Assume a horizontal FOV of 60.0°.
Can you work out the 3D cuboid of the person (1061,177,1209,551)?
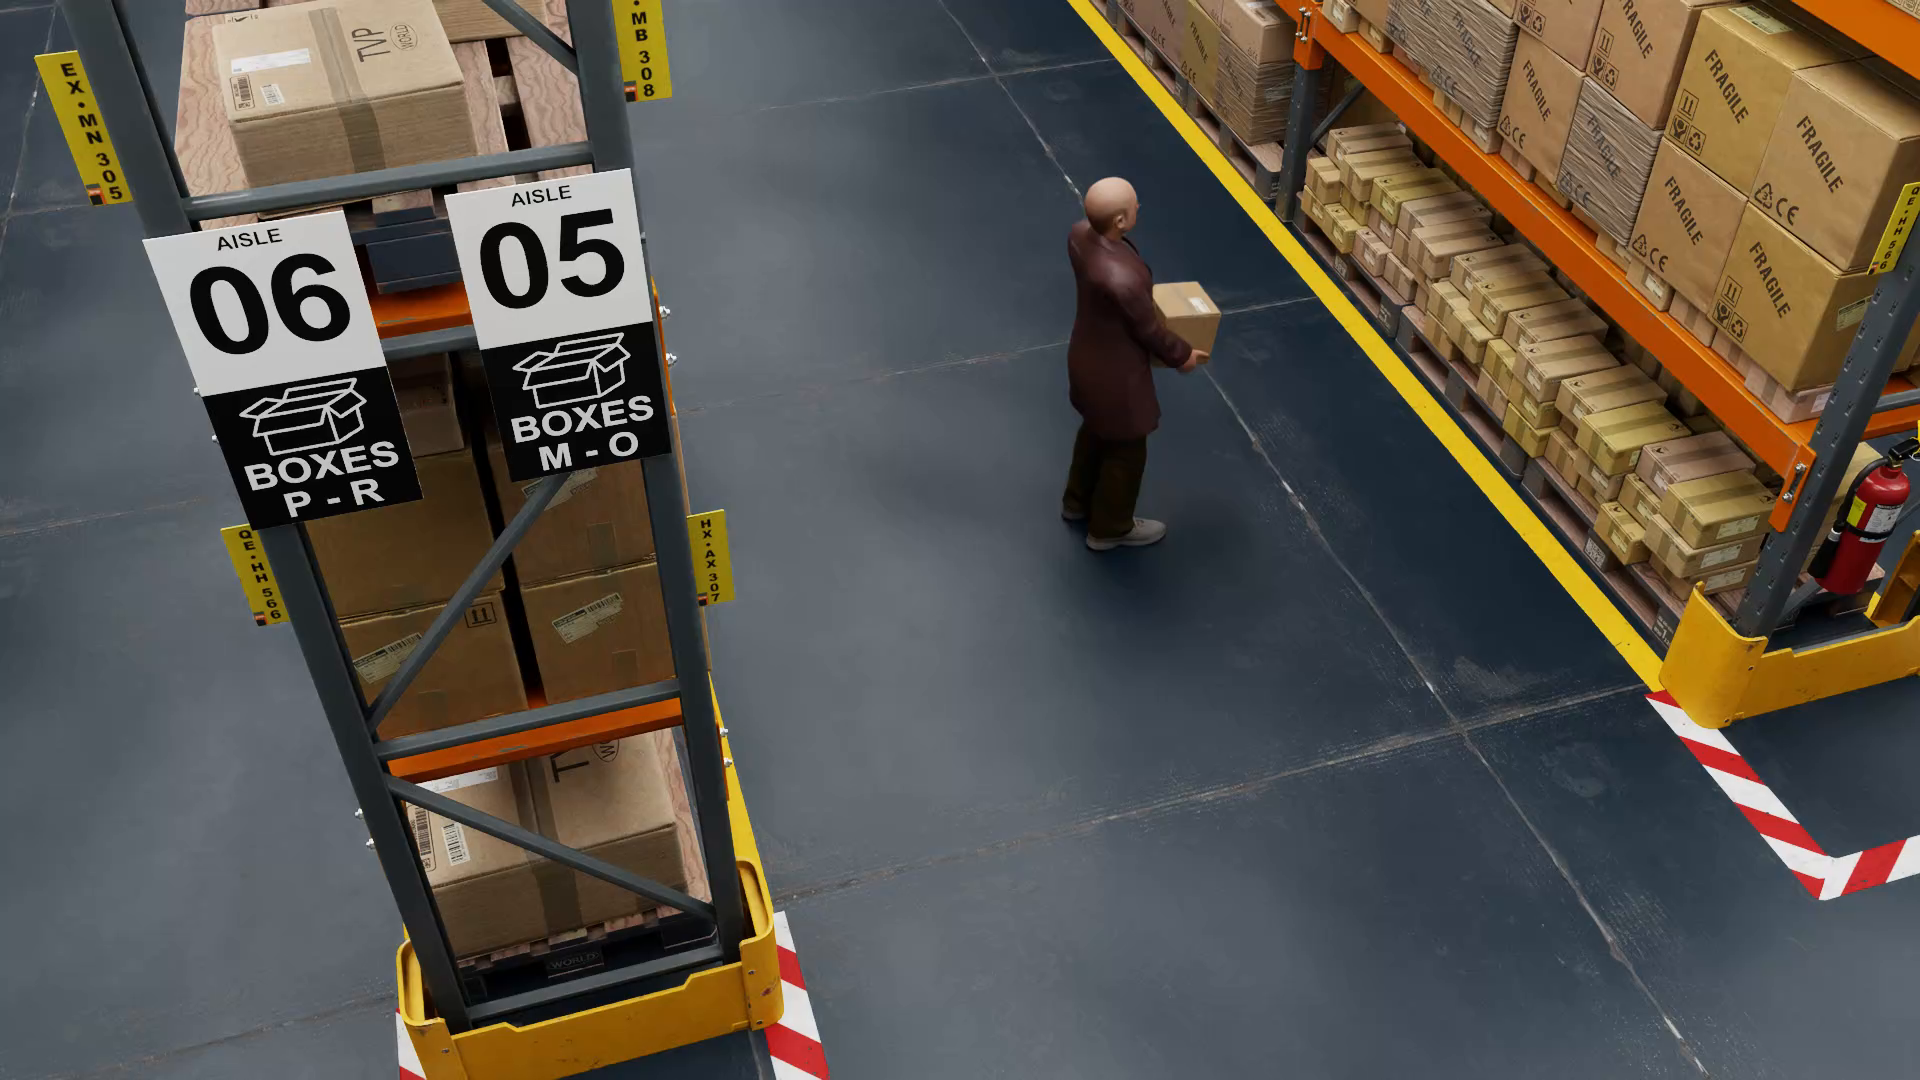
[{"bbox_3d":[0.733,-0.746,7.011,0.551,1.778,0.521,-12,43,-13],"label":"person"}]
